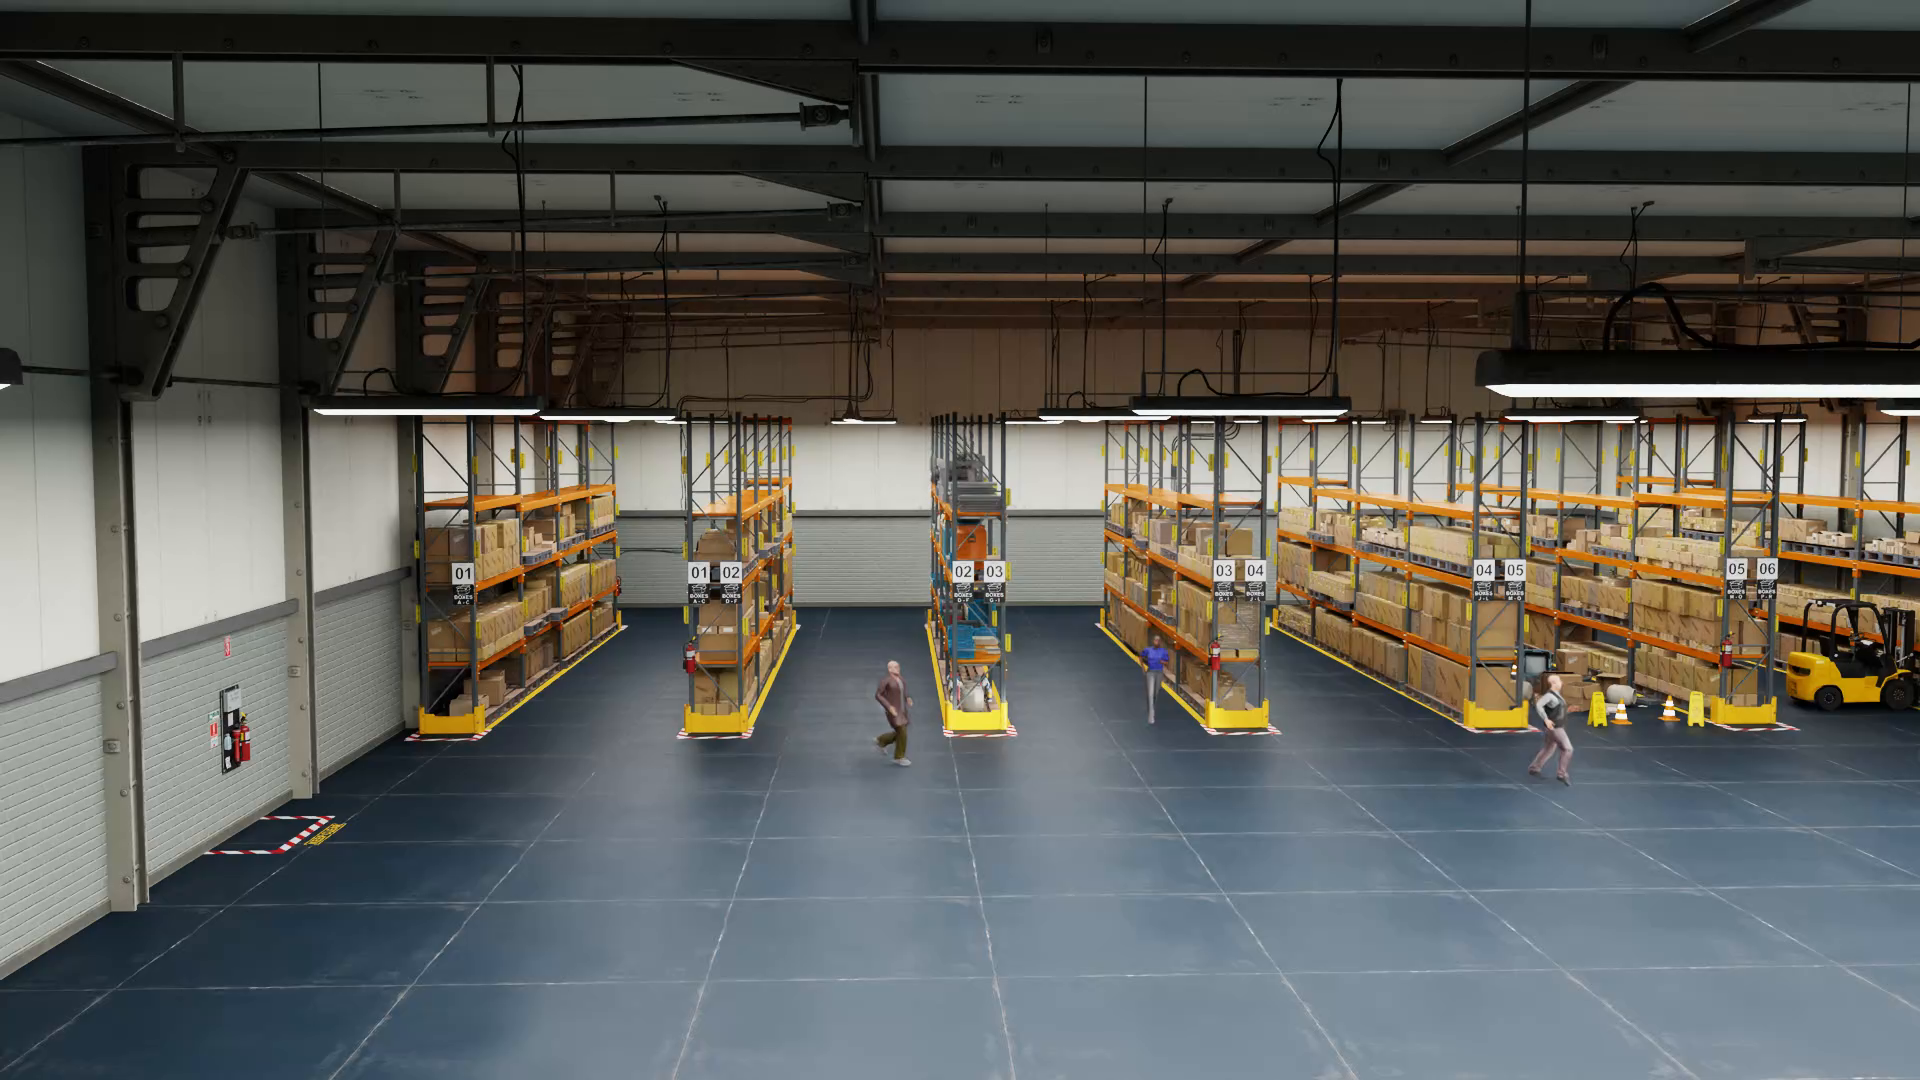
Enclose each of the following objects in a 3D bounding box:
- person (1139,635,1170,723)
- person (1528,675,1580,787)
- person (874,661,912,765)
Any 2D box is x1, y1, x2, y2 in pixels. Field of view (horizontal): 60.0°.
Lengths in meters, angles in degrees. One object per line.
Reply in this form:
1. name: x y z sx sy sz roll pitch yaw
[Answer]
1. person: 3.791 2.658 32.258 0.568 1.637 0.932 0 4 -5
2. person: 9.507 3.052 26.618 0.767 1.782 0.625 2 4 23
3. person: -1.144 2.930 28.320 0.761 1.763 0.706 2 5 31
